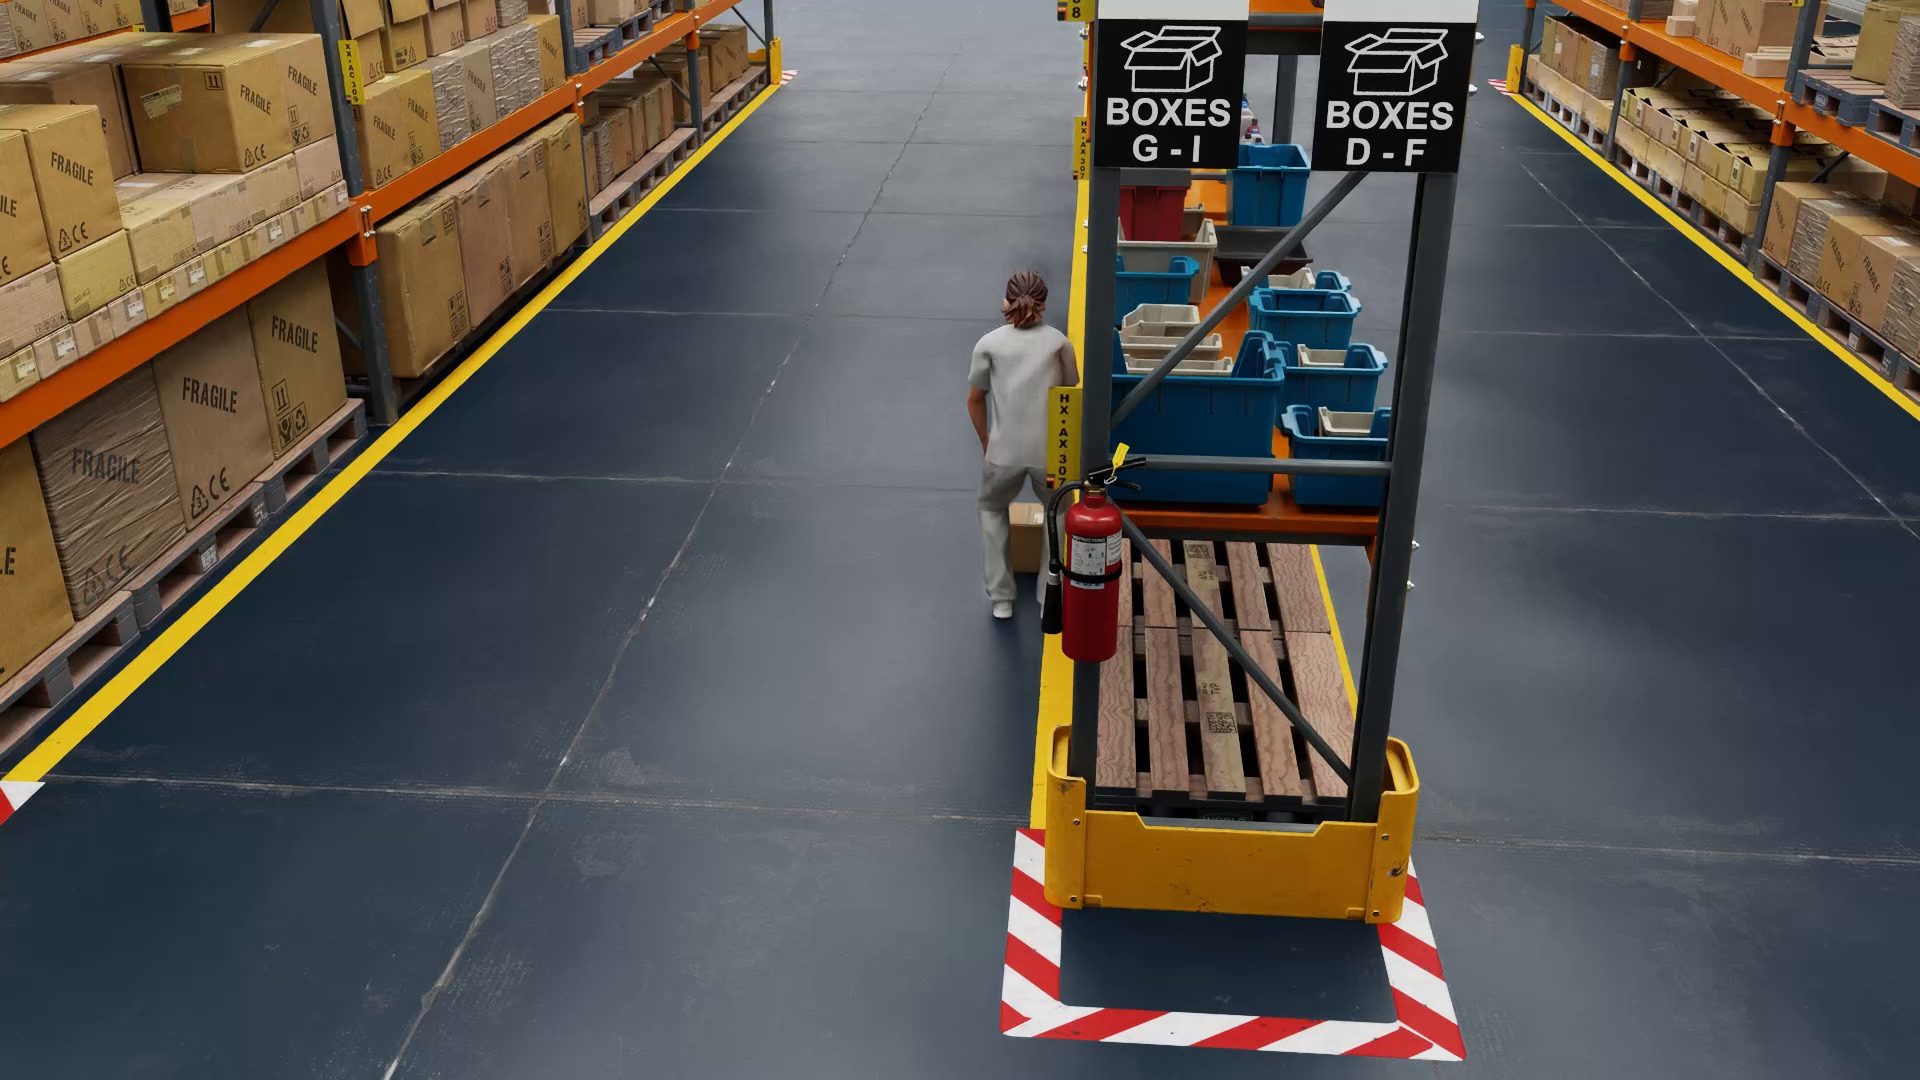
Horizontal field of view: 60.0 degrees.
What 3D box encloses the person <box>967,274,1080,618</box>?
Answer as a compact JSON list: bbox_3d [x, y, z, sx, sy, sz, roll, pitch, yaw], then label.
[{"bbox_3d":[0.267,-0.381,7.195,0.488,1.469,0.575,2,25,5],"label":"person"}]
